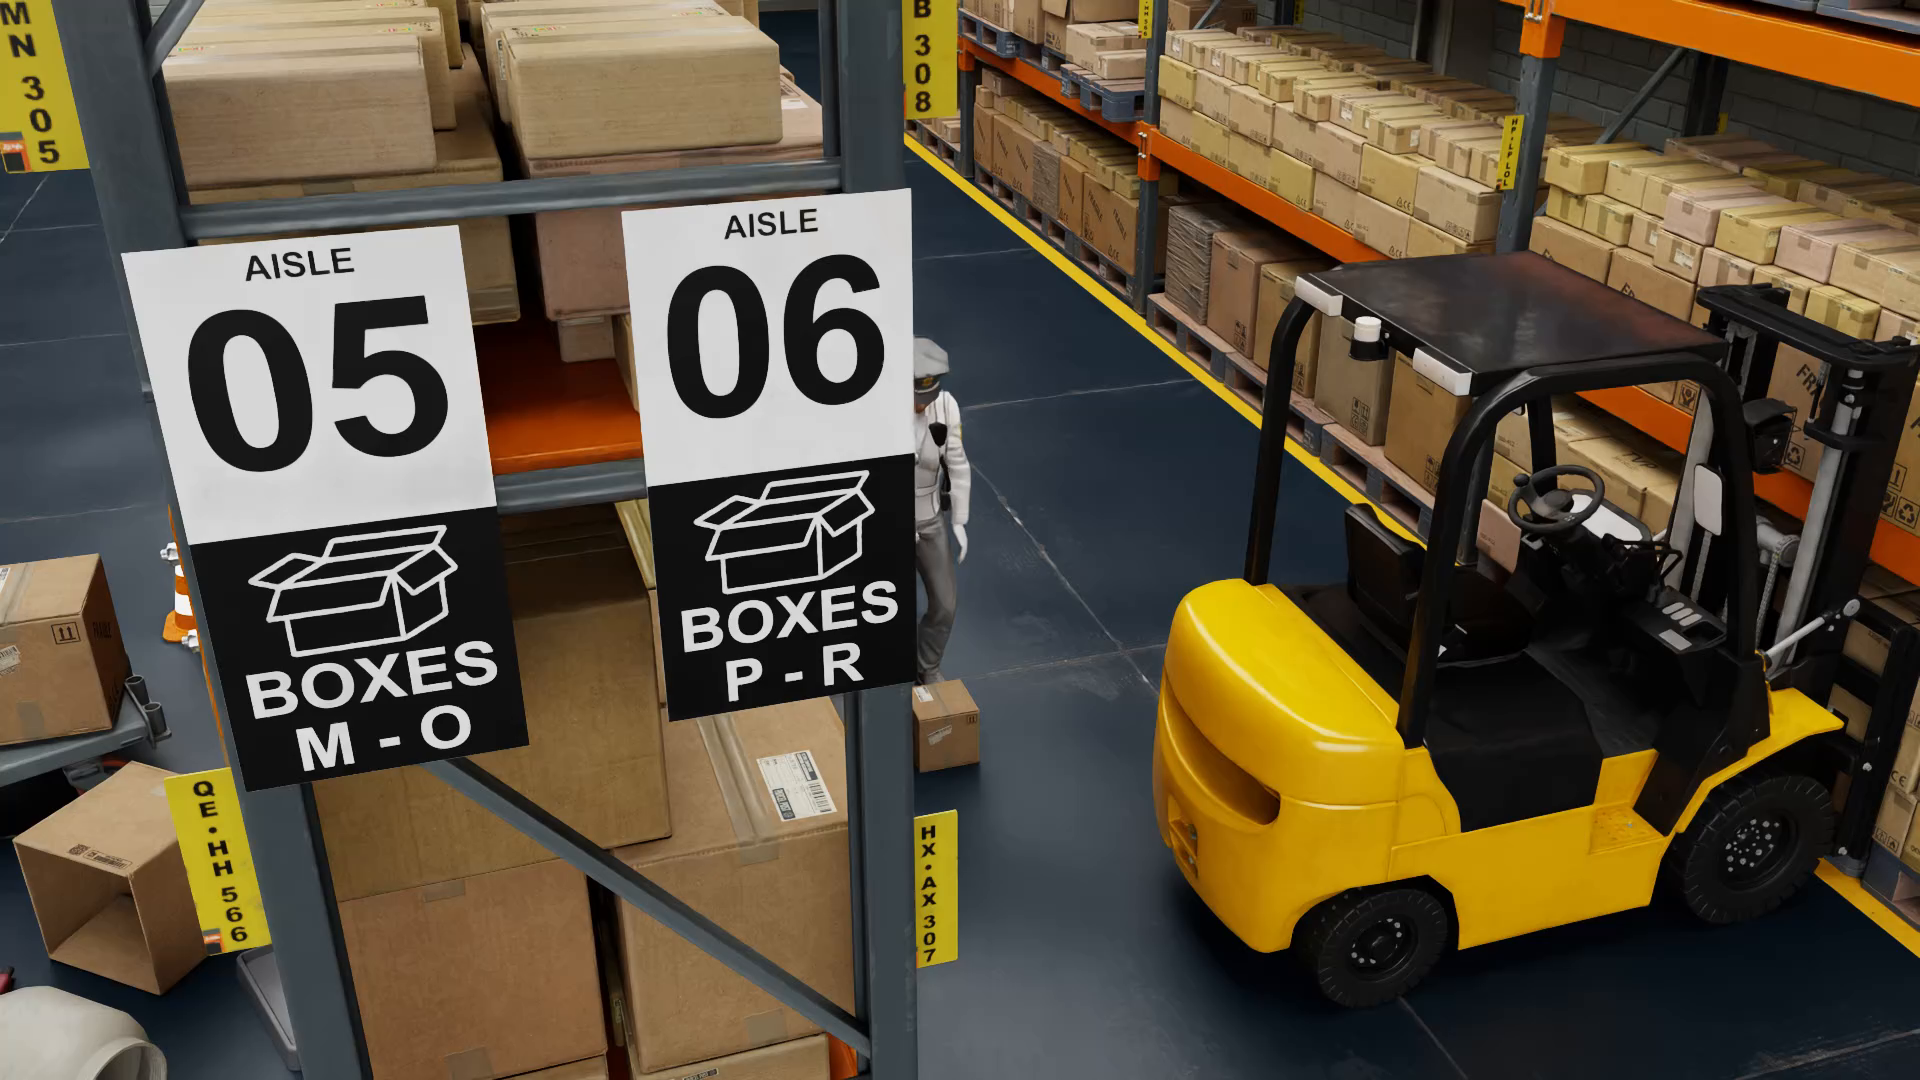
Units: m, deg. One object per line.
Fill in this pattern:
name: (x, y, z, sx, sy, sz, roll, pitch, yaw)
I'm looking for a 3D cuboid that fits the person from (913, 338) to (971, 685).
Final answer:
person: (-0.196, -0.056, 6.795, 0.504, 1.616, 0.464, -8, 27, -15)
